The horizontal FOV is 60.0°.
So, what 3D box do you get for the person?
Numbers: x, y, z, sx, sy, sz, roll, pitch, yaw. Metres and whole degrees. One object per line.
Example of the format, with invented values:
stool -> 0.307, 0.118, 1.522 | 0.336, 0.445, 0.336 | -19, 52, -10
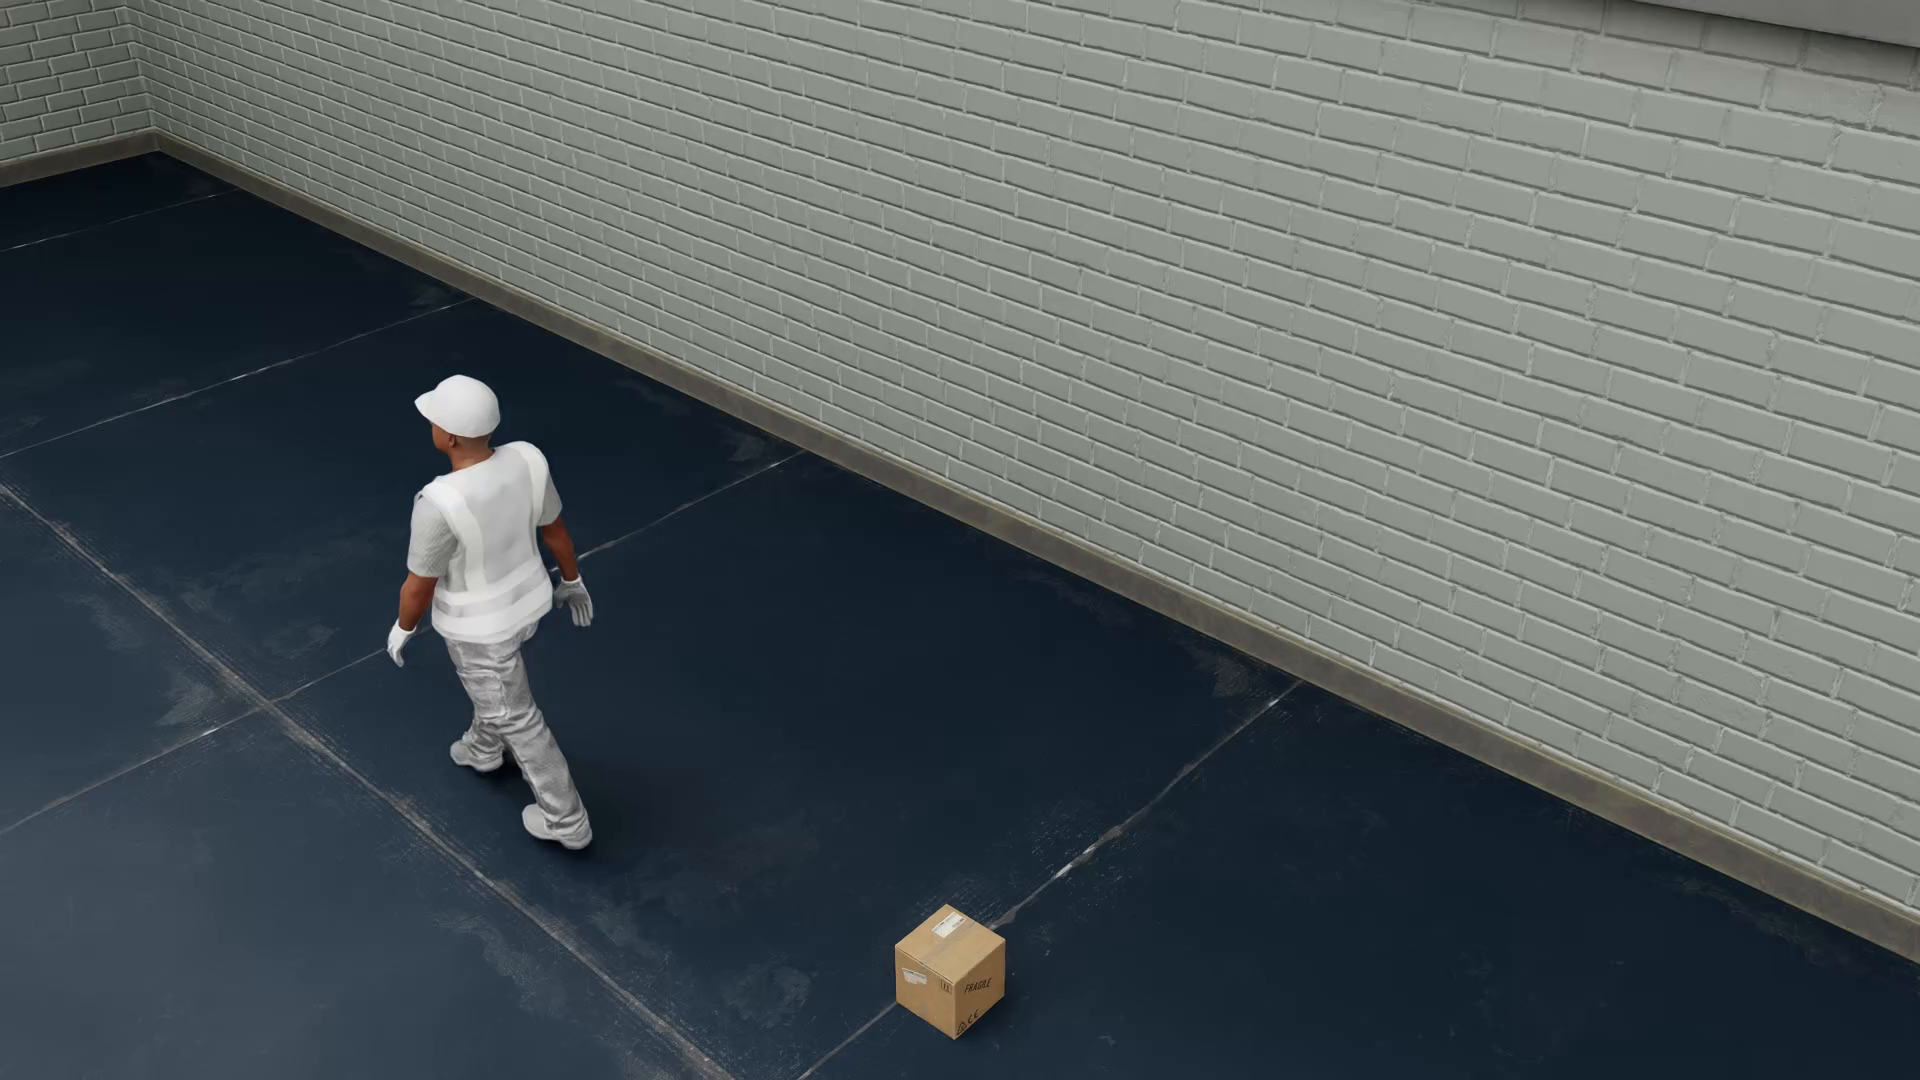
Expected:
person -> -1.668, 0.231, 5.721 | 0.853, 1.787, 0.608 | 15, 34, 23
